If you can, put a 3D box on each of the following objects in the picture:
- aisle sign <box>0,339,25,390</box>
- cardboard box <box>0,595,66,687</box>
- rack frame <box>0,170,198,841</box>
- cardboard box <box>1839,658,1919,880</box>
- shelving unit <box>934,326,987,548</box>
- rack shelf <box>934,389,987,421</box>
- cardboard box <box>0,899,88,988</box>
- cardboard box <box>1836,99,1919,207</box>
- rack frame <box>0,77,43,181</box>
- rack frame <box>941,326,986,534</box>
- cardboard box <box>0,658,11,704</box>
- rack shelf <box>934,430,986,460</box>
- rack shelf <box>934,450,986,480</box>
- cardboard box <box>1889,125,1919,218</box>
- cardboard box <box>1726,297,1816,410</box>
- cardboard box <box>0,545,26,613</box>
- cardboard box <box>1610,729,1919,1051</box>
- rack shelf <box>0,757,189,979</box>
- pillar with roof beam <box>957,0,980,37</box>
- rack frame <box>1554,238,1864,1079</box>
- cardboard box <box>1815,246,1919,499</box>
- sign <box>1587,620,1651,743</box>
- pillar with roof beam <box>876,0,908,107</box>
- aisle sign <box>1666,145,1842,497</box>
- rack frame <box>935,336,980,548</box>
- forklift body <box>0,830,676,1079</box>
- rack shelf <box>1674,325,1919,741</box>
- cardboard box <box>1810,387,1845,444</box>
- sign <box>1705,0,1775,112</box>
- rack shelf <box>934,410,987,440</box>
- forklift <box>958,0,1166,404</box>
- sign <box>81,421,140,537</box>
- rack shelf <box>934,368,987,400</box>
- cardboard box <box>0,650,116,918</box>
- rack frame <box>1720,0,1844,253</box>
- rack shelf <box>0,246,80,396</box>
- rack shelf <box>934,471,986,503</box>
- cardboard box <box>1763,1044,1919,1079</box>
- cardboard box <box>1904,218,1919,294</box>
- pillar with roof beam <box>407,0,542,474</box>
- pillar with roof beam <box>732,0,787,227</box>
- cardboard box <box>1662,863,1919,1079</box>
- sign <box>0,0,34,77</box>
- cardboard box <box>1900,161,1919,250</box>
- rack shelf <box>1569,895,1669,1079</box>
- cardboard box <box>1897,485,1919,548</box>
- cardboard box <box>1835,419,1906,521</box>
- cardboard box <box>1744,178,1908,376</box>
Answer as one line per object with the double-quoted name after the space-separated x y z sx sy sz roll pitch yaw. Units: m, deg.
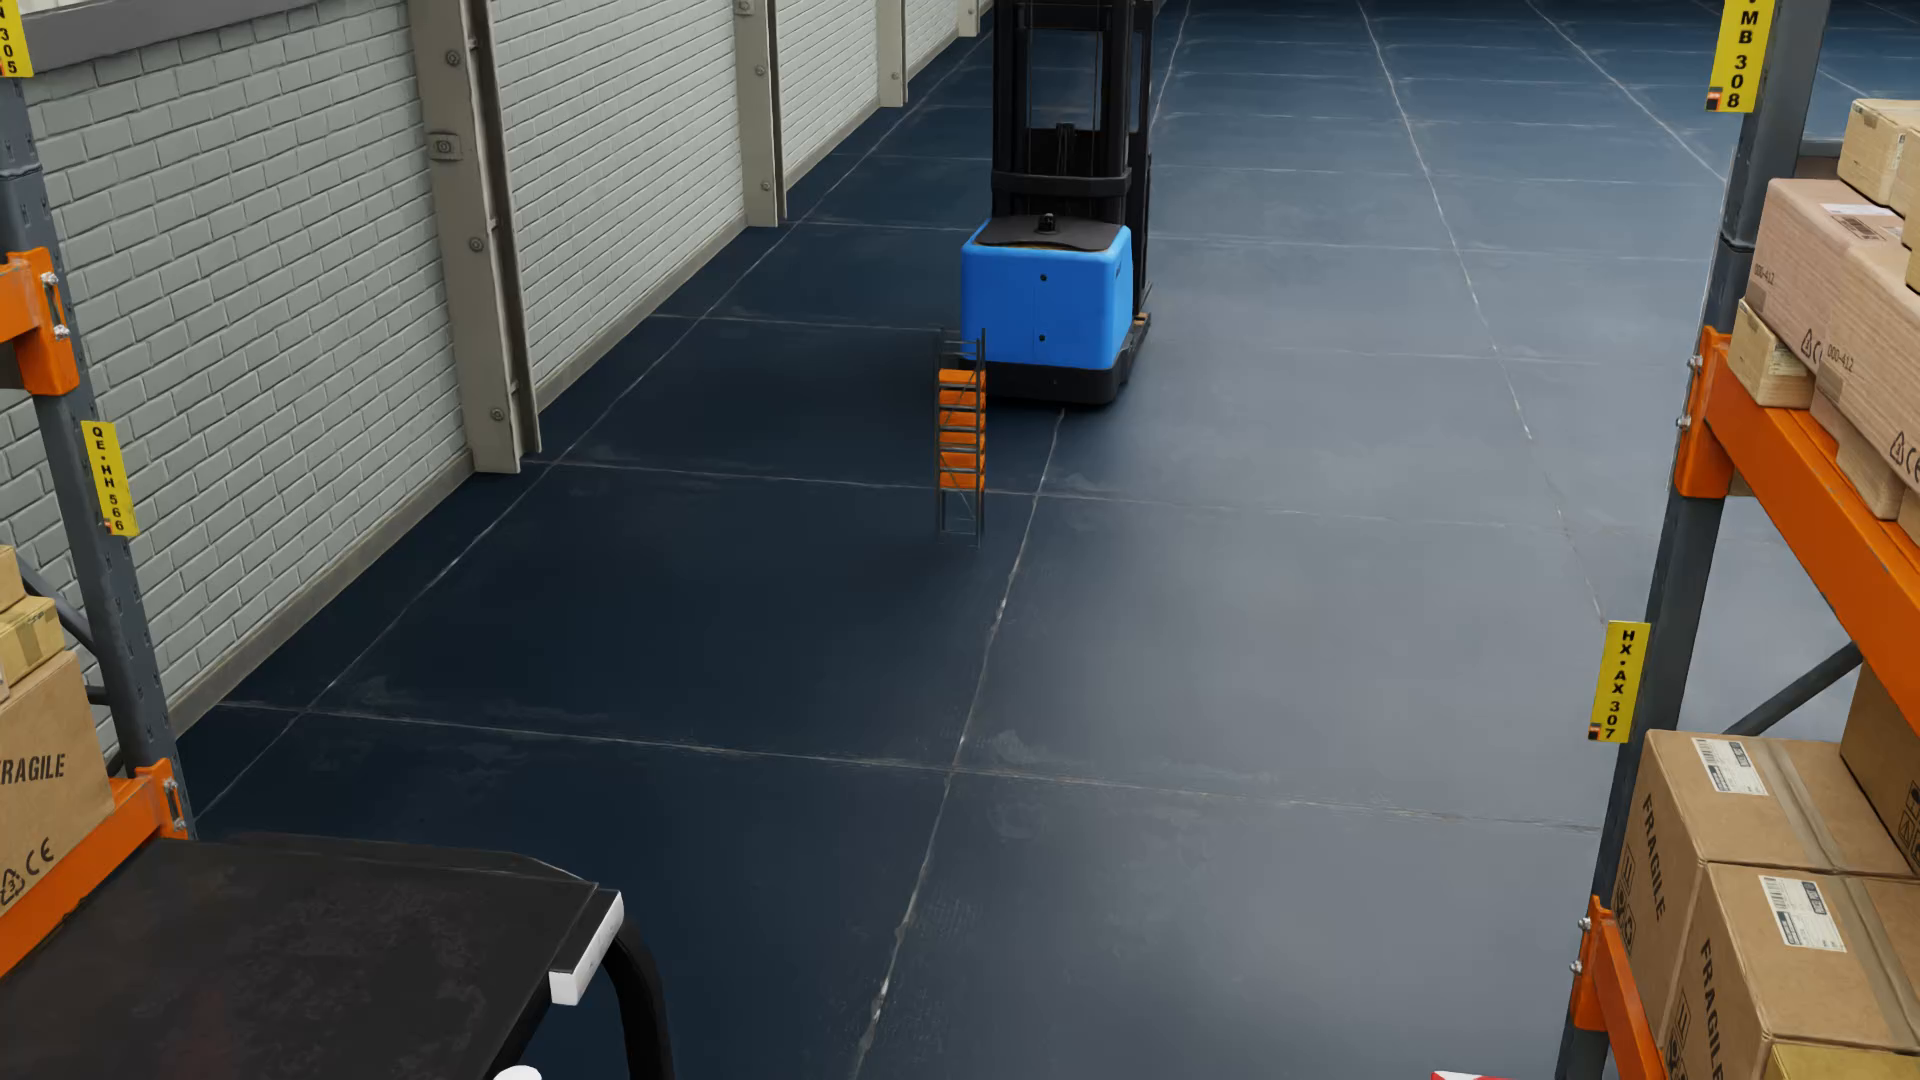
-2.488 -0.757 4.262 0.394 0.787 0.004 4 25 9 "aisle sign"
-2.569 0.253 4.288 0.380 0.149 0.250 4 25 9 "cardboard box"
-2.789 0.428 4.798 1.000 3.000 0.127 4 25 9 "rack frame"
2.241 0.366 3.282 0.700 0.500 0.500 3 25 7 "cardboard box"
0.002 -0.549 9.009 0.258 1.200 0.189 4 25 9 "shelving unit"
0.002 -0.727 8.926 0.258 0.103 0.180 4 25 9 "rack shelf"
-2.556 1.244 4.623 0.500 0.250 0.500 5 26 10 "cardboard box"
1.849 -0.702 3.028 0.380 0.149 0.250 4 25 8 "cardboard box"
-2.789 -2.290 3.527 1.000 3.000 0.127 4 25 9 "rack frame"
0.017 -0.588 9.090 0.240 1.200 0.006 4 25 9 "rack frame"
-2.582 0.362 4.056 0.380 0.149 0.250 4 25 9 "cardboard box"
0.002 -0.509 9.027 0.258 0.103 0.180 4 25 9 "rack shelf"
0.002 -0.401 9.078 0.258 0.103 0.180 4 25 9 "rack shelf"
1.824 -0.595 2.800 0.380 0.149 0.250 4 25 8 "cardboard box"
1.734 -0.359 3.236 0.380 0.149 0.250 4 25 9 "cardboard box"
-2.639 0.118 4.225 0.380 0.149 0.250 4 25 9 "cardboard box"
1.758 0.769 3.601 0.500 0.500 0.500 4 25 8 "cardboard box"
-3.116 1.590 3.164 1.077 0.370 4.000 4 25 9 "rack shelf"
4.378 -11.800 23.845 9.100 9.000 0.400 4 25 9 "pillar with roof beam"
2.109 0.770 4.067 1.000 3.000 0.127 4 25 9 "rack frame"
1.672 -0.254 2.541 0.500 0.250 0.500 4 25 8 "cardboard box"
1.573 0.340 3.964 0.100 0.325 0.005 4 25 9 "sign"
3.397 -9.291 18.484 9.100 9.000 0.400 4 25 9 "pillar with roof beam"
1.813 -0.455 3.617 0.394 0.787 0.004 4 25 9 "aisle sign"
-0.013 -0.511 8.927 0.240 1.200 0.006 4 25 9 "rack frame"
-1.299 1.731 3.014 2.313 2.155 1.214 4 25 9 "forklift body"
1.782 0.574 1.797 1.077 0.370 4.000 4 25 9 "rack shelf"
1.780 -0.243 2.988 0.380 0.149 0.250 3 25 7 "cardboard box"
1.573 -1.022 3.326 0.100 0.325 0.005 4 25 9 "sign"
0.002 -0.618 8.977 0.258 0.103 0.180 4 25 9 "rack shelf"
0.824 -2.826 11.831 1.130 2.935 3.031 6 26 12 "forklift"
-2.256 -0.161 4.410 0.100 0.325 0.005 4 25 9 "sign"
0.002 -0.835 8.875 0.258 0.103 0.180 4 25 9 "rack shelf"
-2.610 0.606 4.299 0.500 0.500 0.500 3 25 7 "cardboard box"
2.109 -1.947 2.795 1.000 3.000 0.127 4 25 9 "rack frame"
-3.116 0.231 2.528 1.077 0.370 4.000 4 25 9 "rack shelf"
0.002 -0.292 9.129 0.258 0.103 0.180 4 25 9 "rack shelf"
1.594 1.199 2.682 0.500 0.500 0.500 4 25 7 "cardboard box"
1.608 -0.395 2.373 0.380 0.149 0.250 4 25 8 "cardboard box"
1.436 -4.272 7.762 9.100 9.000 0.400 4 25 9 "pillar with roof beam"
2.416 -6.781 13.123 9.100 9.000 0.400 4 25 9 "pillar with roof beam"
1.676 0.986 3.137 0.500 0.500 0.500 5 26 10 "cardboard box"
-2.256 -1.253 3.899 0.100 0.325 0.005 4 25 9 "sign"
1.722 -0.495 2.586 0.380 0.149 0.250 4 25 8 "cardboard box"
1.782 1.932 2.432 1.077 0.370 4.000 4 25 9 "rack shelf"
1.686 -0.029 2.532 0.380 0.149 0.250 4 25 8 "cardboard box"
1.703 -0.134 2.756 0.380 0.149 0.250 5 25 10 "cardboard box"
1.764 -0.464 2.990 0.500 0.250 0.500 4 25 8 "cardboard box"
